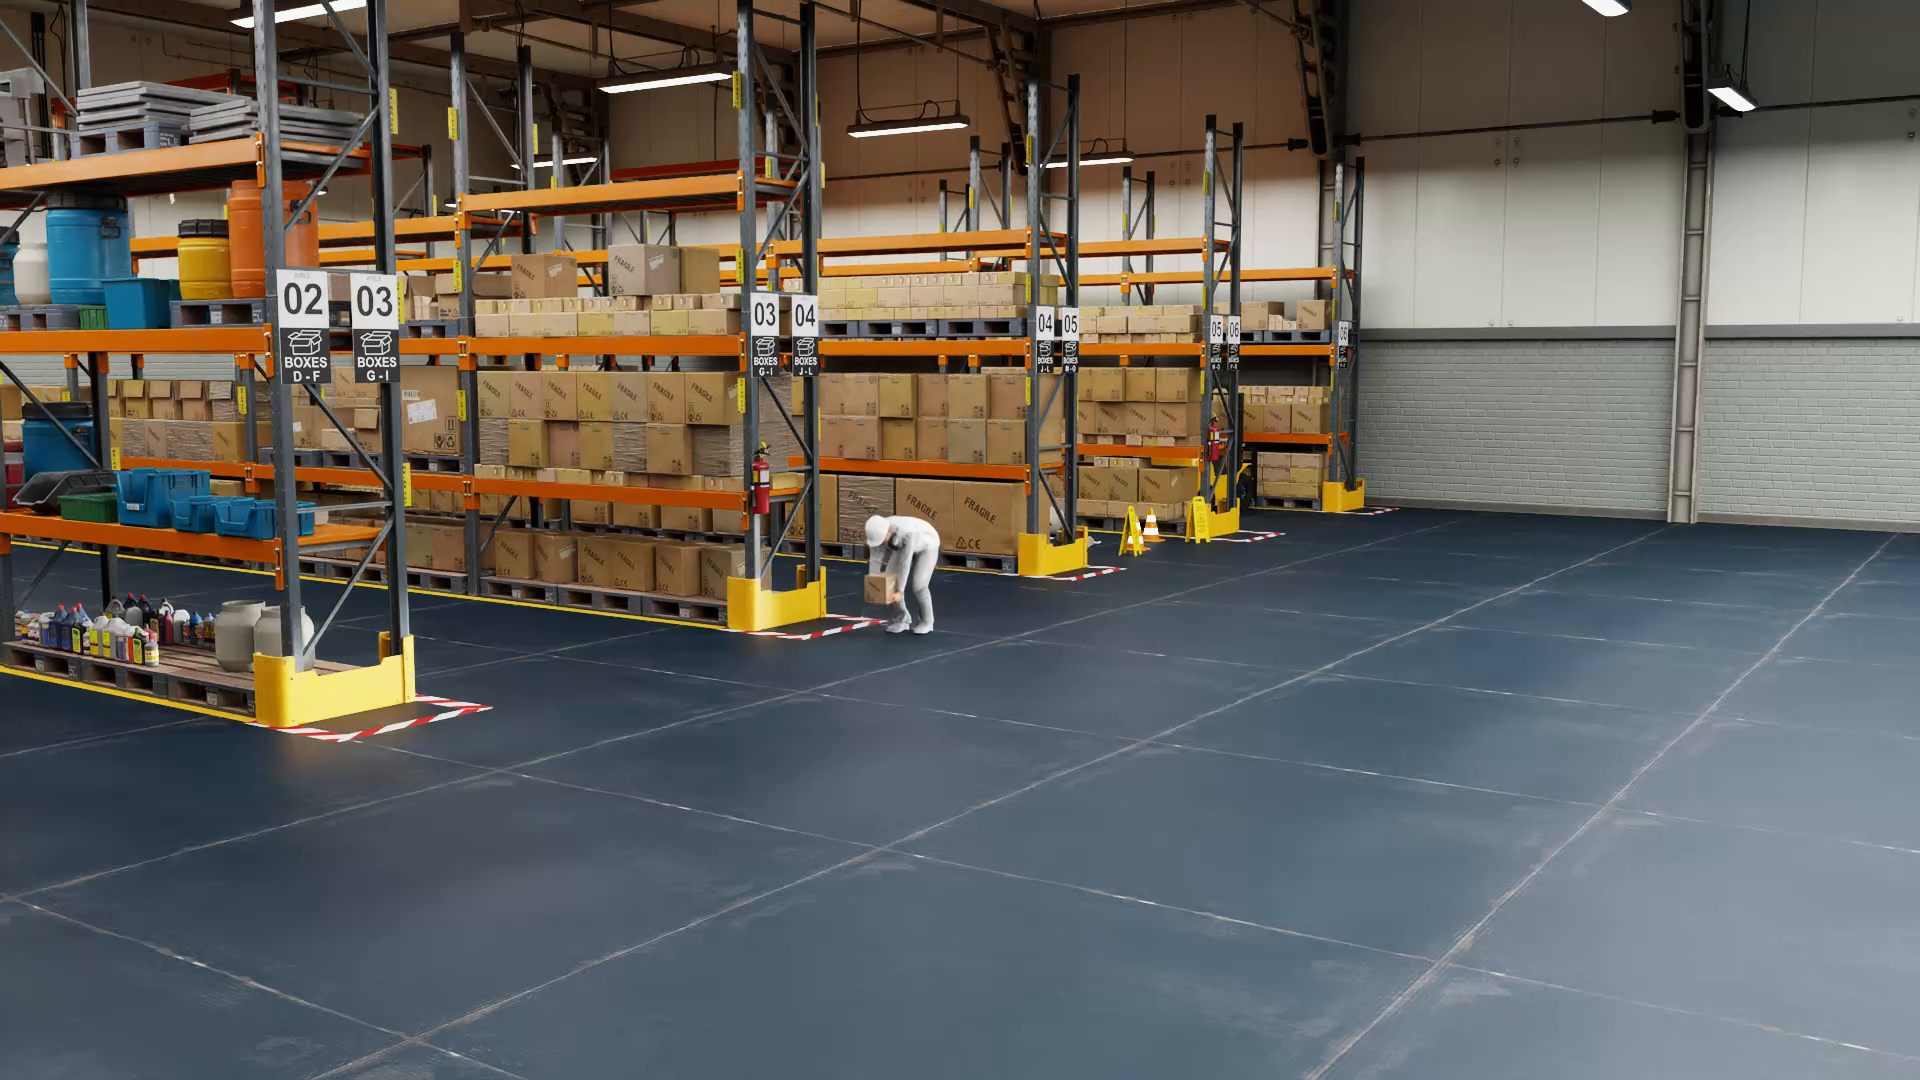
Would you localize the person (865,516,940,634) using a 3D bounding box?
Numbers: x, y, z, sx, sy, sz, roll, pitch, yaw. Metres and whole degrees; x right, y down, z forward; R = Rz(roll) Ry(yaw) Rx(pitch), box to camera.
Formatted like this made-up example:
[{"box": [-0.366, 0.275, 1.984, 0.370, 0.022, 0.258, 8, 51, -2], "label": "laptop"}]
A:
[{"box": [-0.565, 0.318, 15.581, 0.486, 1.157, 0.988, 4, 7, 31], "label": "person"}]
